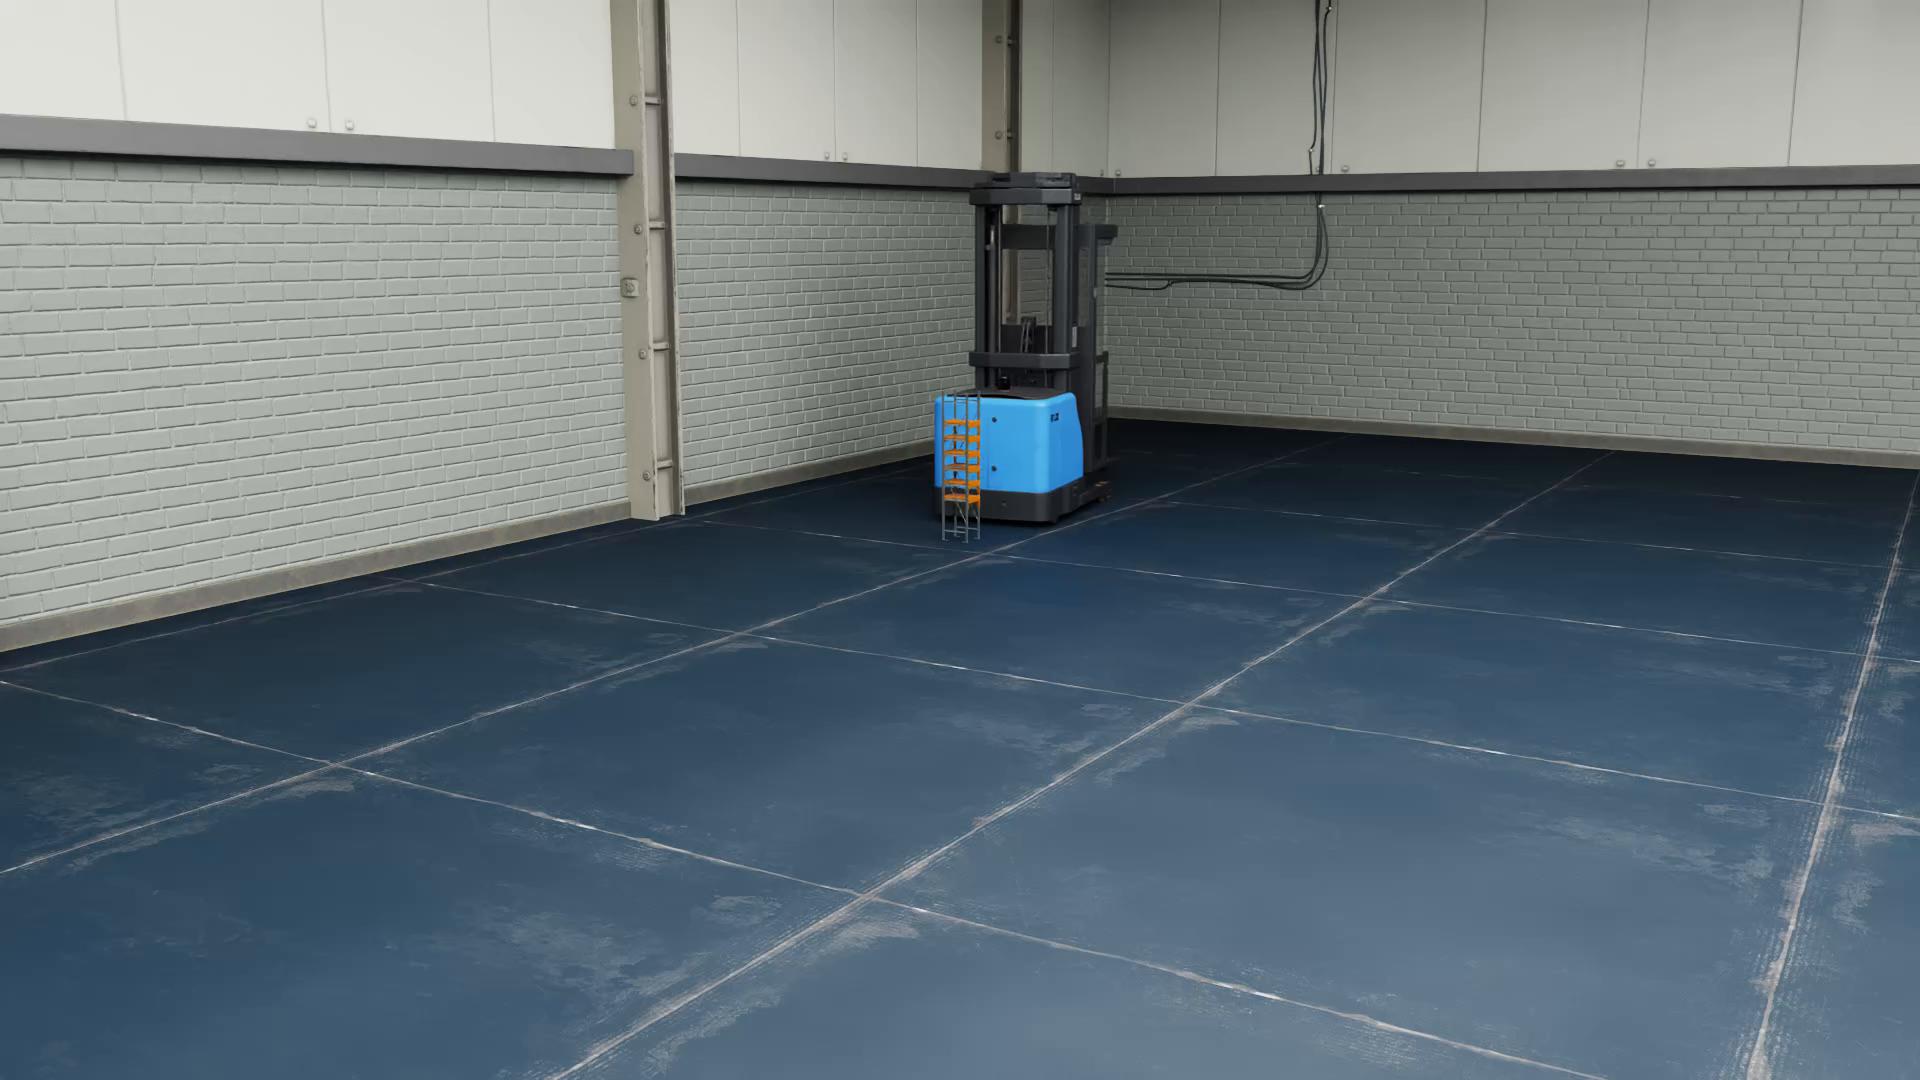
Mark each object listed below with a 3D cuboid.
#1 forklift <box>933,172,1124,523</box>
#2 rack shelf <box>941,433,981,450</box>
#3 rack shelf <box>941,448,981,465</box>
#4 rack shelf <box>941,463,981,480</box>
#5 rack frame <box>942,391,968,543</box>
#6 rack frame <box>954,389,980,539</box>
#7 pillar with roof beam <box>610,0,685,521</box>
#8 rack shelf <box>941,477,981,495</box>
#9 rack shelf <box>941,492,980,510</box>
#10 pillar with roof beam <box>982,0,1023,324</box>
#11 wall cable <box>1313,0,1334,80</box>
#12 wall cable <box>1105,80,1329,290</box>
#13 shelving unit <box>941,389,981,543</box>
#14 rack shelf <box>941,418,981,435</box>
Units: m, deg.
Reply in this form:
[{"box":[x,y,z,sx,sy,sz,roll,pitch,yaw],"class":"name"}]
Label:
[{"box":[0.771,-1.809,15.069,1.130,2.935,3.031,4,11,21],"class":"forklift"},{"box":[0.008,-0.784,13.234,0.258,0.103,0.180,6,12,31],"class":"rack shelf"},{"box":[0.008,-0.666,13.257,0.258,0.103,0.180,6,12,31],"class":"rack shelf"},{"box":[0.008,-0.548,13.279,0.258,0.103,0.180,6,12,31],"class":"rack shelf"},{"box":[-0.040,-0.578,13.194,0.240,1.200,0.006,6,12,31],"class":"rack frame"},{"box":[0.055,-0.606,13.347,0.240,1.200,0.006,6,12,31],"class":"rack frame"},{"box":[1.038,-4.224,11.474,9.100,9.000,0.400,6,12,31],"class":"pillar with roof beam"},{"box":[0.008,-0.430,13.301,0.258,0.103,0.180,6,12,31],"class":"rack shelf"},{"box":[0.008,-0.312,13.323,0.258,0.103,0.180,6,12,31],"class":"rack shelf"},{"box":[4.153,-5.167,16.515,9.100,9.000,0.400,6,12,31],"class":"pillar with roof beam"},{"box":[5.446,-6.613,18.952,3.097,2.526,0.112,6,12,31],"class":"wall cable"},{"box":[3.134,-4.389,20.797,3.097,2.526,0.112,6,12,31],"class":"wall cable"},{"box":[0.008,-0.592,13.270,0.258,1.200,0.189,6,12,31],"class":"shelving unit"},{"box":[0.008,-0.902,13.212,0.258,0.103,0.180,6,12,31],"class":"rack shelf"}]
